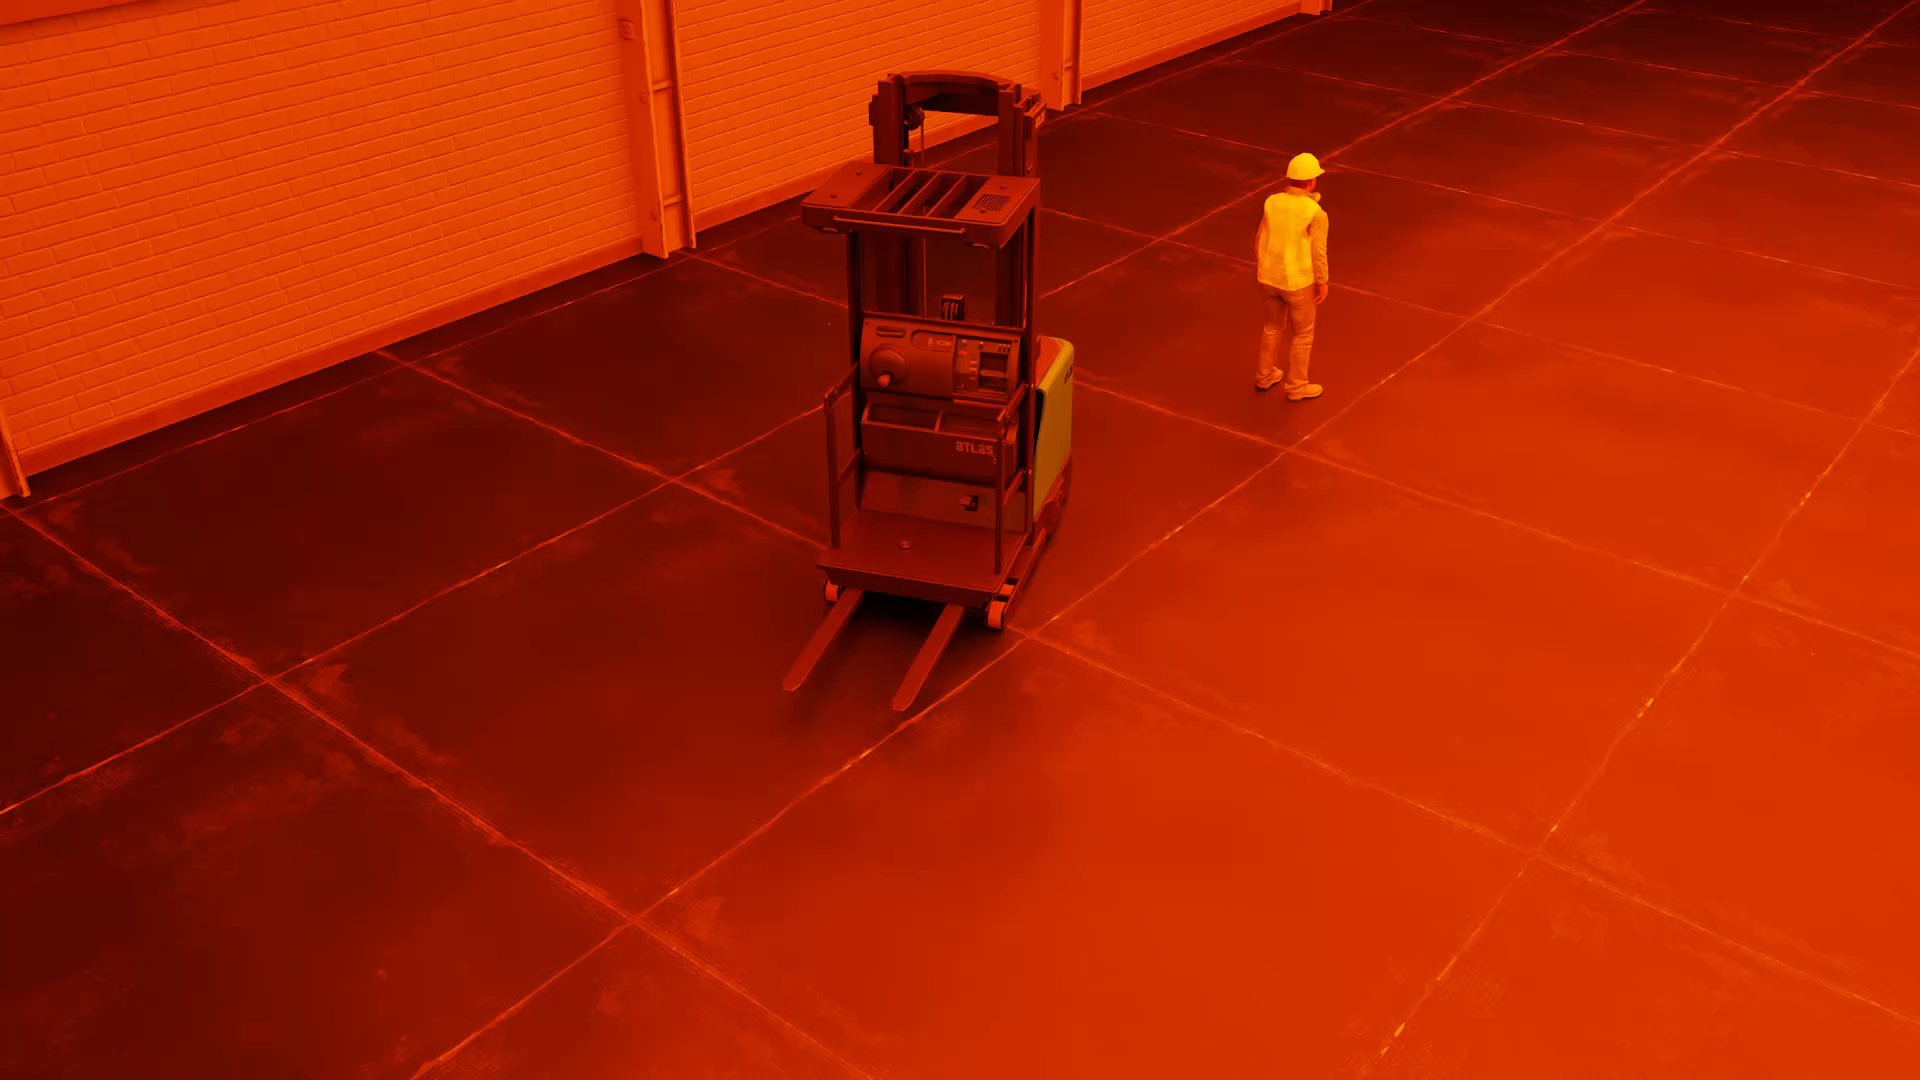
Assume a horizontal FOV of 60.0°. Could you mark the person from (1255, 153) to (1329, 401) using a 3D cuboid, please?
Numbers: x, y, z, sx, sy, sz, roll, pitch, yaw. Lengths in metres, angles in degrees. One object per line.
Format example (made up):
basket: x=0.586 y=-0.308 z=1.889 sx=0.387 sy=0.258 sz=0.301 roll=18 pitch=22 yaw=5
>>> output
person: x=2.385 y=-1.899 z=11.995 sx=0.457 sy=1.773 sz=0.594 roll=-26 pitch=39 yaw=-37

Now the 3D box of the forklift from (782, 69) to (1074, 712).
forklift: x=-0.176 y=-0.972 z=9.258 sx=1.130 sy=2.935 sz=3.031 roll=9 pitch=31 yaw=14
